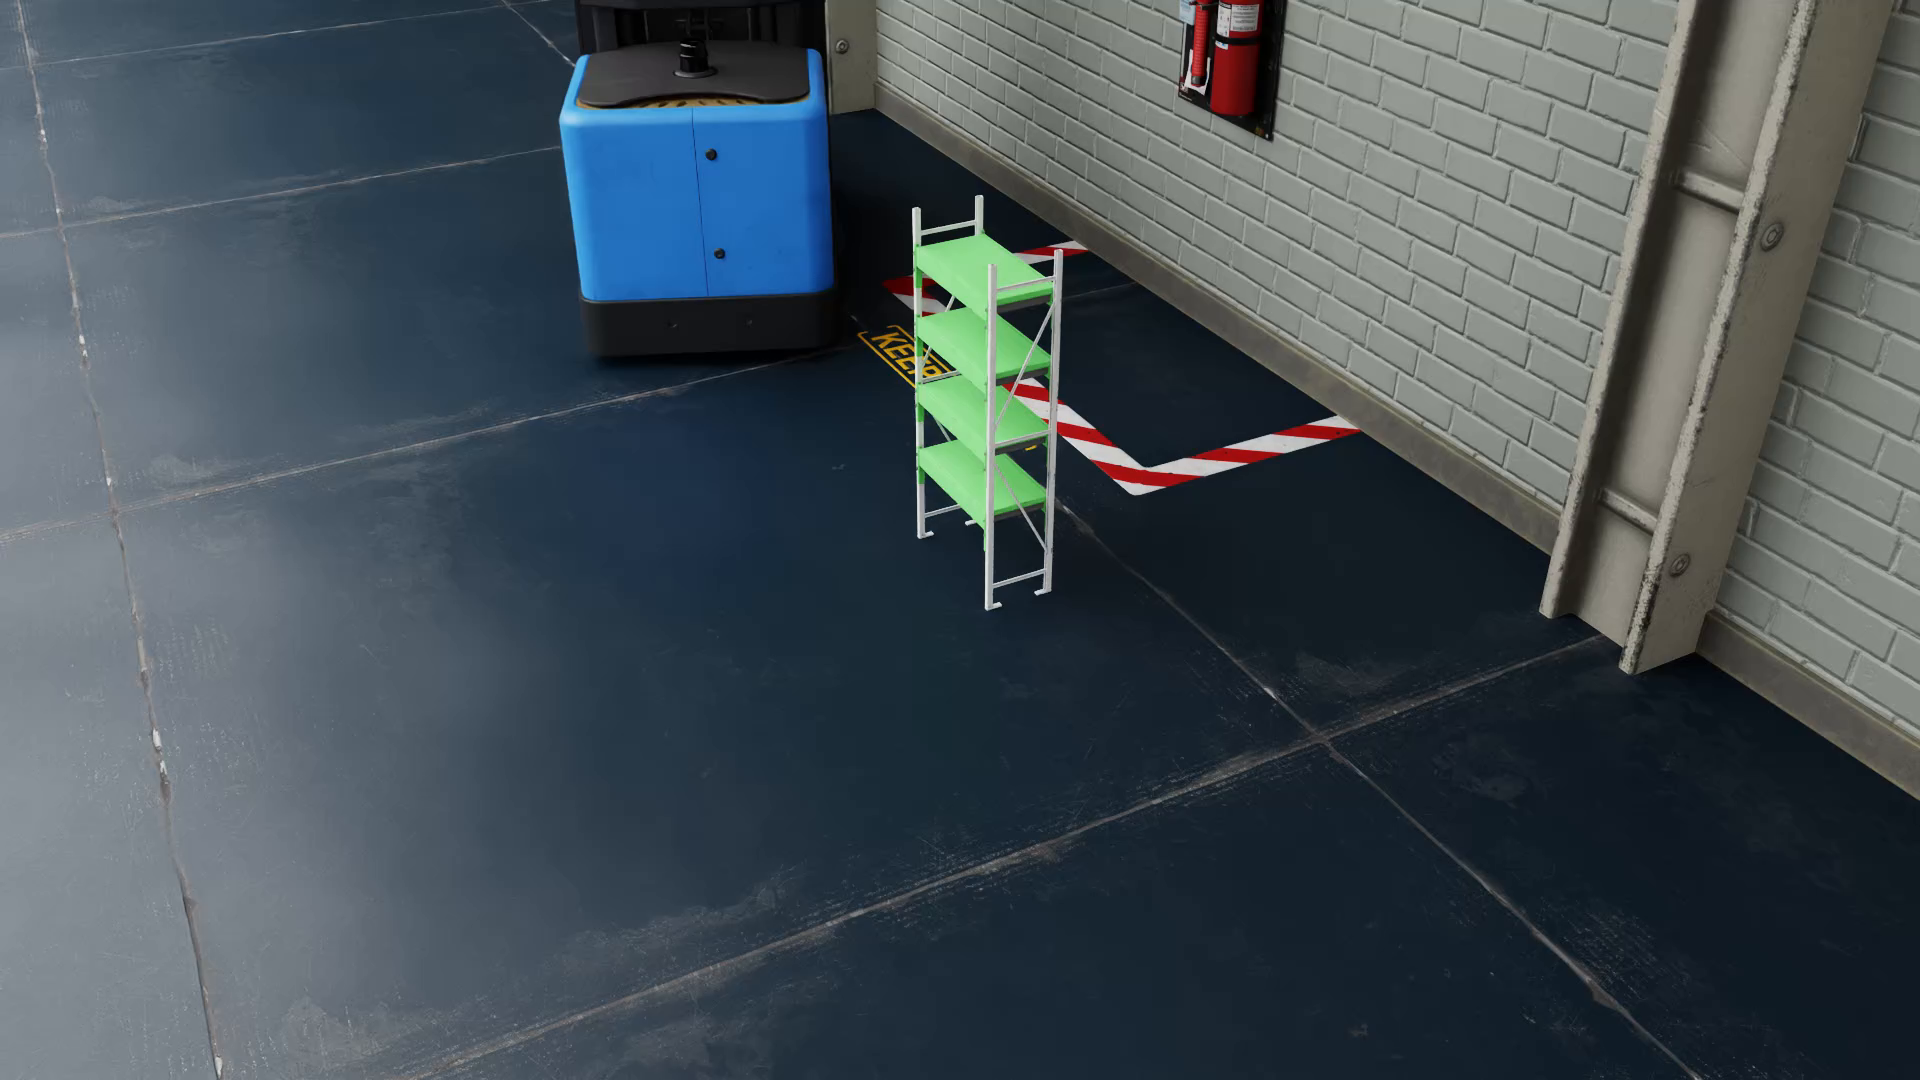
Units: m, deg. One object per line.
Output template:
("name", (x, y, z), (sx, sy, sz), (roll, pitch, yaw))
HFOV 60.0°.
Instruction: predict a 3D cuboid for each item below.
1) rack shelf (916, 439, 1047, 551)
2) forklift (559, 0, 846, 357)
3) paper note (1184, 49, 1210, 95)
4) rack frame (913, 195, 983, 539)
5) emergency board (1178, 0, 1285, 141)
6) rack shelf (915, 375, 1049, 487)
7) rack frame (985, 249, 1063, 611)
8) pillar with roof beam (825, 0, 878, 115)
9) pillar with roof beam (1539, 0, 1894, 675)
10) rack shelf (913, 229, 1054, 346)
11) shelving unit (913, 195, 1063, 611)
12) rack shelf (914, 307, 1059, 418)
("rack shelf", (0.077, -0.170, 5.467), (0.258, 0.148, 0.480), (-16, 36, -23))
("forklift", (-1.161, -2.756, 7.335), (1.130, 2.935, 3.031), (-3, 33, -5))
("paper note", (0.963, -1.899, 6.751), (0.016, 0.148, 0.142), (-16, 36, -23))
("rack frame", (-0.037, -0.543, 5.485), (0.240, 1.200, 0.015), (-16, 36, -23))
("emergency board", (0.984, -2.169, 6.354), (0.194, 1.169, 0.643), (-16, 36, -23))
("rack shelf", (0.077, -0.372, 5.337), (0.258, 0.148, 0.480), (-16, 36, -23))
("rack frame", (0.191, -0.310, 5.121), (0.240, 1.200, 0.015), (-16, 36, -23))
("pillar with roof beam", (-4.503, -5.286, 5.659), (9.100, 9.000, 0.400), (-16, 36, -23))
("pillar with roof beam", (-1.706, -2.423, 1.190), (9.100, 9.000, 0.400), (-16, 36, -23))
("rack shelf", (0.077, -0.777, 5.079), (0.258, 0.148, 0.480), (-16, 36, -23))
("shelving unit", (0.077, -0.426, 5.303), (0.258, 1.200, 0.503), (-16, 36, -23))
("rack shelf", (0.077, -0.574, 5.208), (0.258, 0.148, 0.480), (-16, 36, -23))
